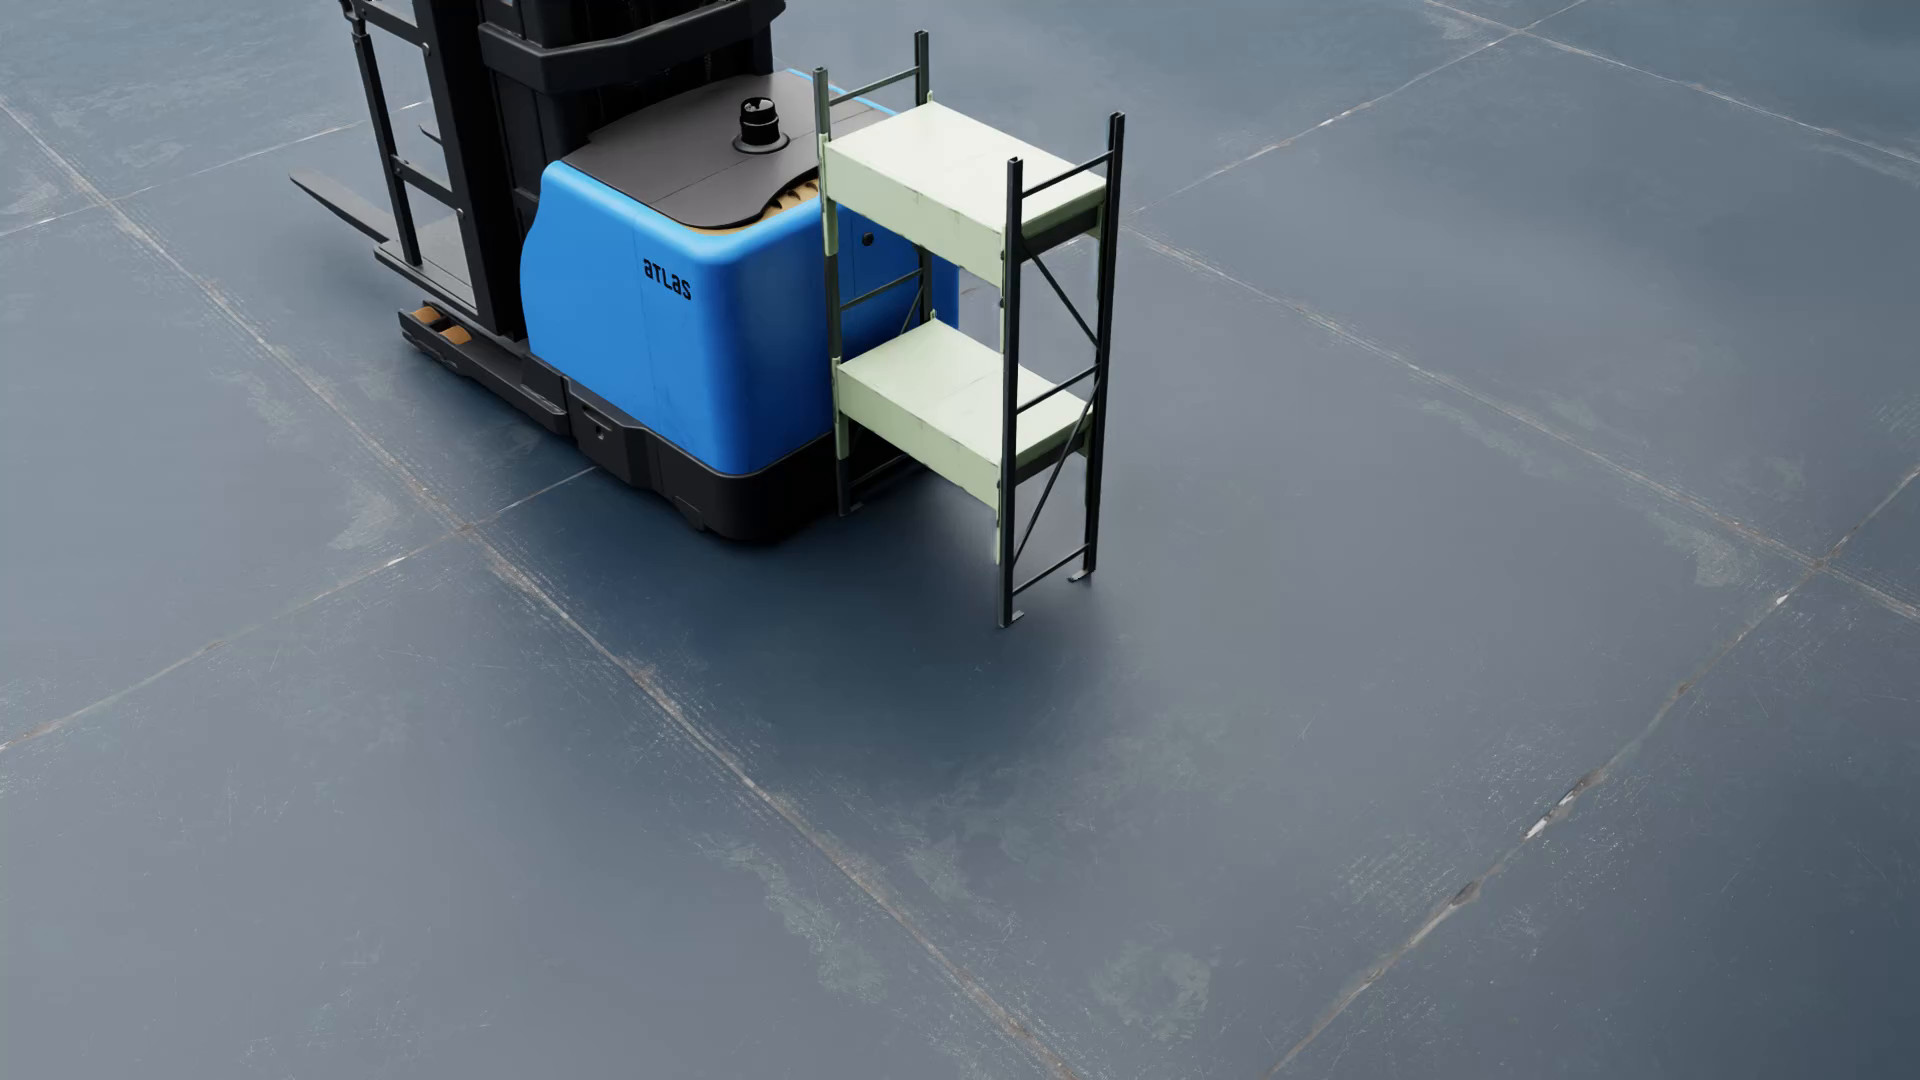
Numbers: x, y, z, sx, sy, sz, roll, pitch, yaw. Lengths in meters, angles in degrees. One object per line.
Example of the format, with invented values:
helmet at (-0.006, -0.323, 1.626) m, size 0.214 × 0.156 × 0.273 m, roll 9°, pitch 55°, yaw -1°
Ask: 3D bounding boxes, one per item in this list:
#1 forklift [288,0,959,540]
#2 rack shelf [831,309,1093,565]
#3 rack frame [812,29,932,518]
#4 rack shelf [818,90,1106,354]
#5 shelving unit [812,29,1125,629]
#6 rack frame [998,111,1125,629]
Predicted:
forklift at (-1.401, -1.952, 5.334) m, size 3.031 × 2.935 × 1.130 m, roll 31°, pitch 48°, yaw 33°
rack shelf at (0.014, -0.324, 4.976) m, size 0.431 × 0.370 × 0.720 m, roll -31°, pitch 48°, yaw -32°
rack frame at (-0.239, -0.744, 4.977) m, size 0.400 × 1.500 × 0.023 m, roll -31°, pitch 48°, yaw -32°
rack shelf at (0.013, -0.881, 4.525) m, size 0.431 × 0.370 × 0.720 m, roll -31°, pitch 48°, yaw -32°
shelving unit at (0.013, -0.577, 4.771) m, size 0.431 × 1.500 × 0.755 m, roll -31°, pitch 48°, yaw -32°
rack frame at (0.266, -0.411, 4.564) m, size 0.400 × 1.500 × 0.023 m, roll -31°, pitch 48°, yaw -32°
